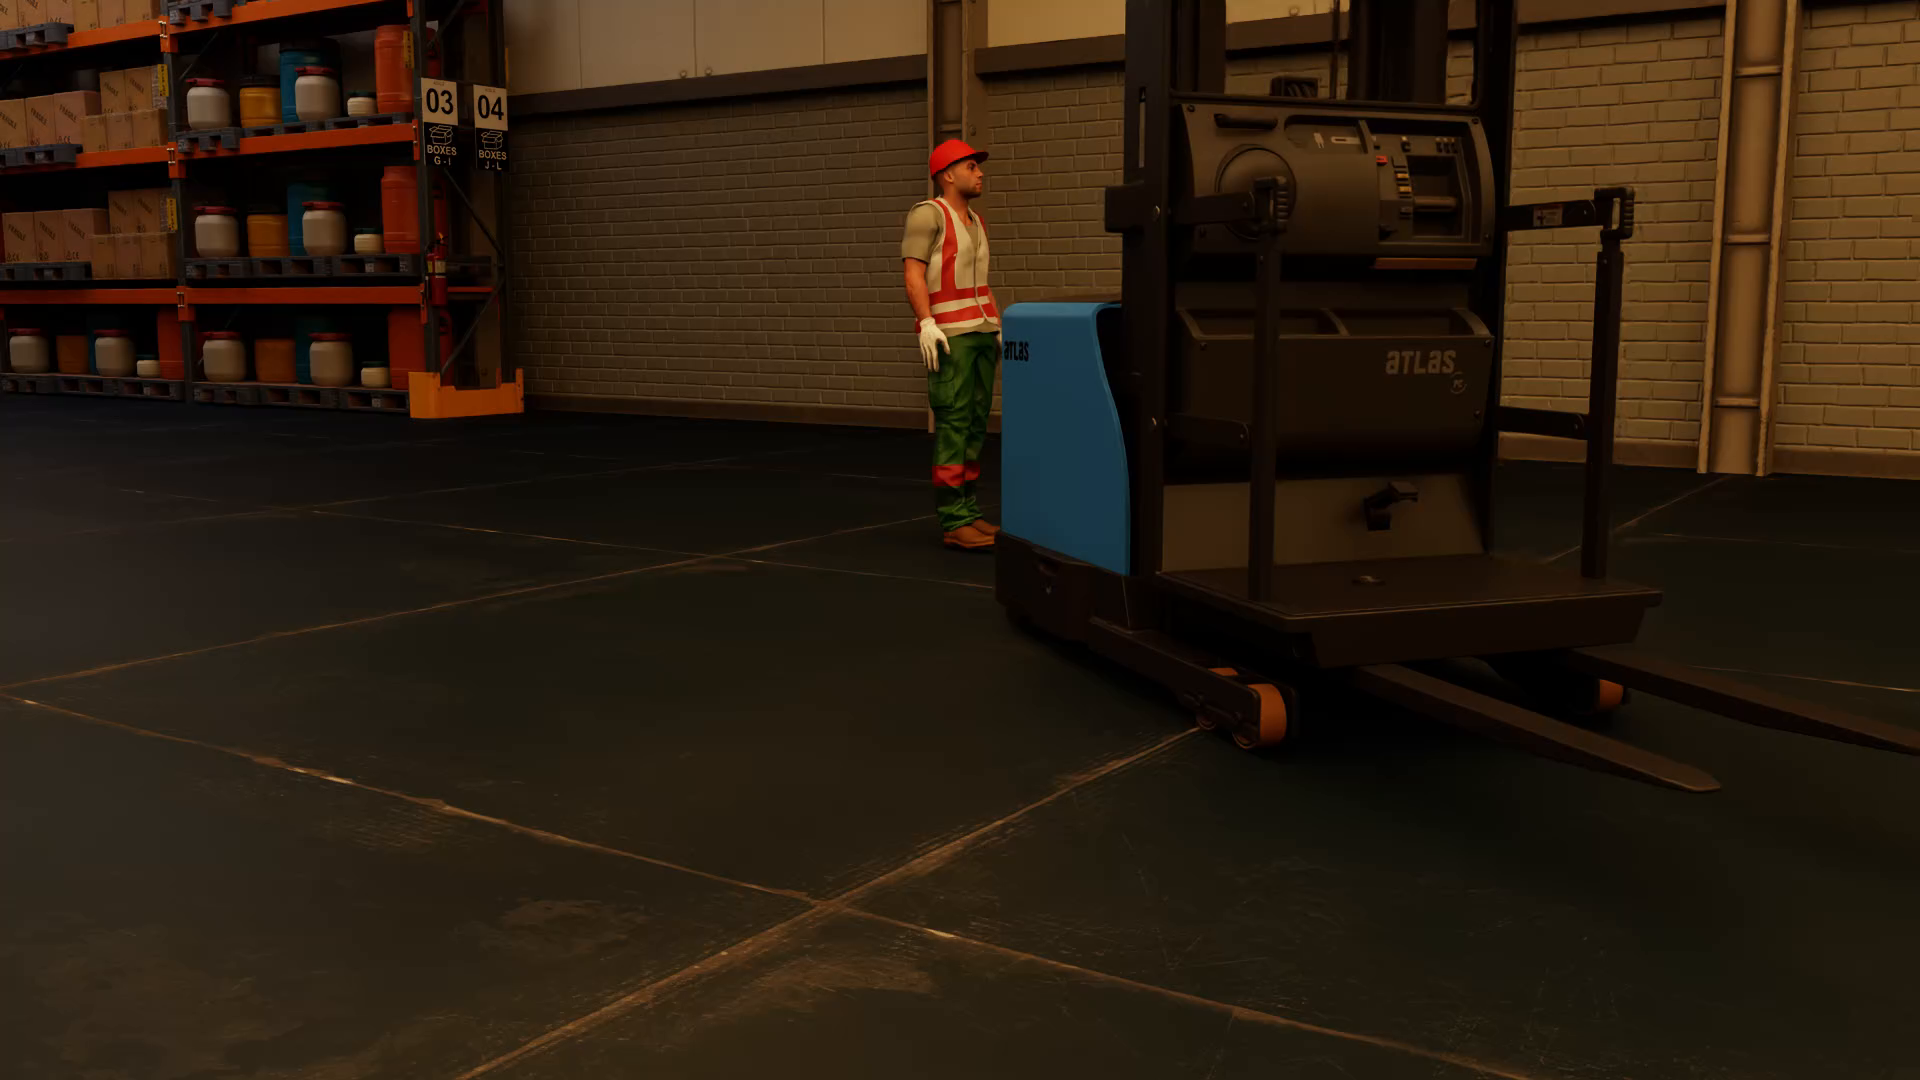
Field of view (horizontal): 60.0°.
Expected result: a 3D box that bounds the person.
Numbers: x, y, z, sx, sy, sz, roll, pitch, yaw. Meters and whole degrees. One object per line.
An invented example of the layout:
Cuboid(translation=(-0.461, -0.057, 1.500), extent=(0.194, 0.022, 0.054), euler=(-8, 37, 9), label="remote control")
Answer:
Cuboid(translation=(0.061, -0.885, 7.423), extent=(0.562, 1.789, 0.638), euler=(5, 10, 34), label="person")

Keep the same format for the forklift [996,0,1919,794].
Cuboid(translation=(1.098, -1.006, 4.269), extent=(1.130, 2.935, 3.031), euler=(-3, 9, -20), label="forklift")
